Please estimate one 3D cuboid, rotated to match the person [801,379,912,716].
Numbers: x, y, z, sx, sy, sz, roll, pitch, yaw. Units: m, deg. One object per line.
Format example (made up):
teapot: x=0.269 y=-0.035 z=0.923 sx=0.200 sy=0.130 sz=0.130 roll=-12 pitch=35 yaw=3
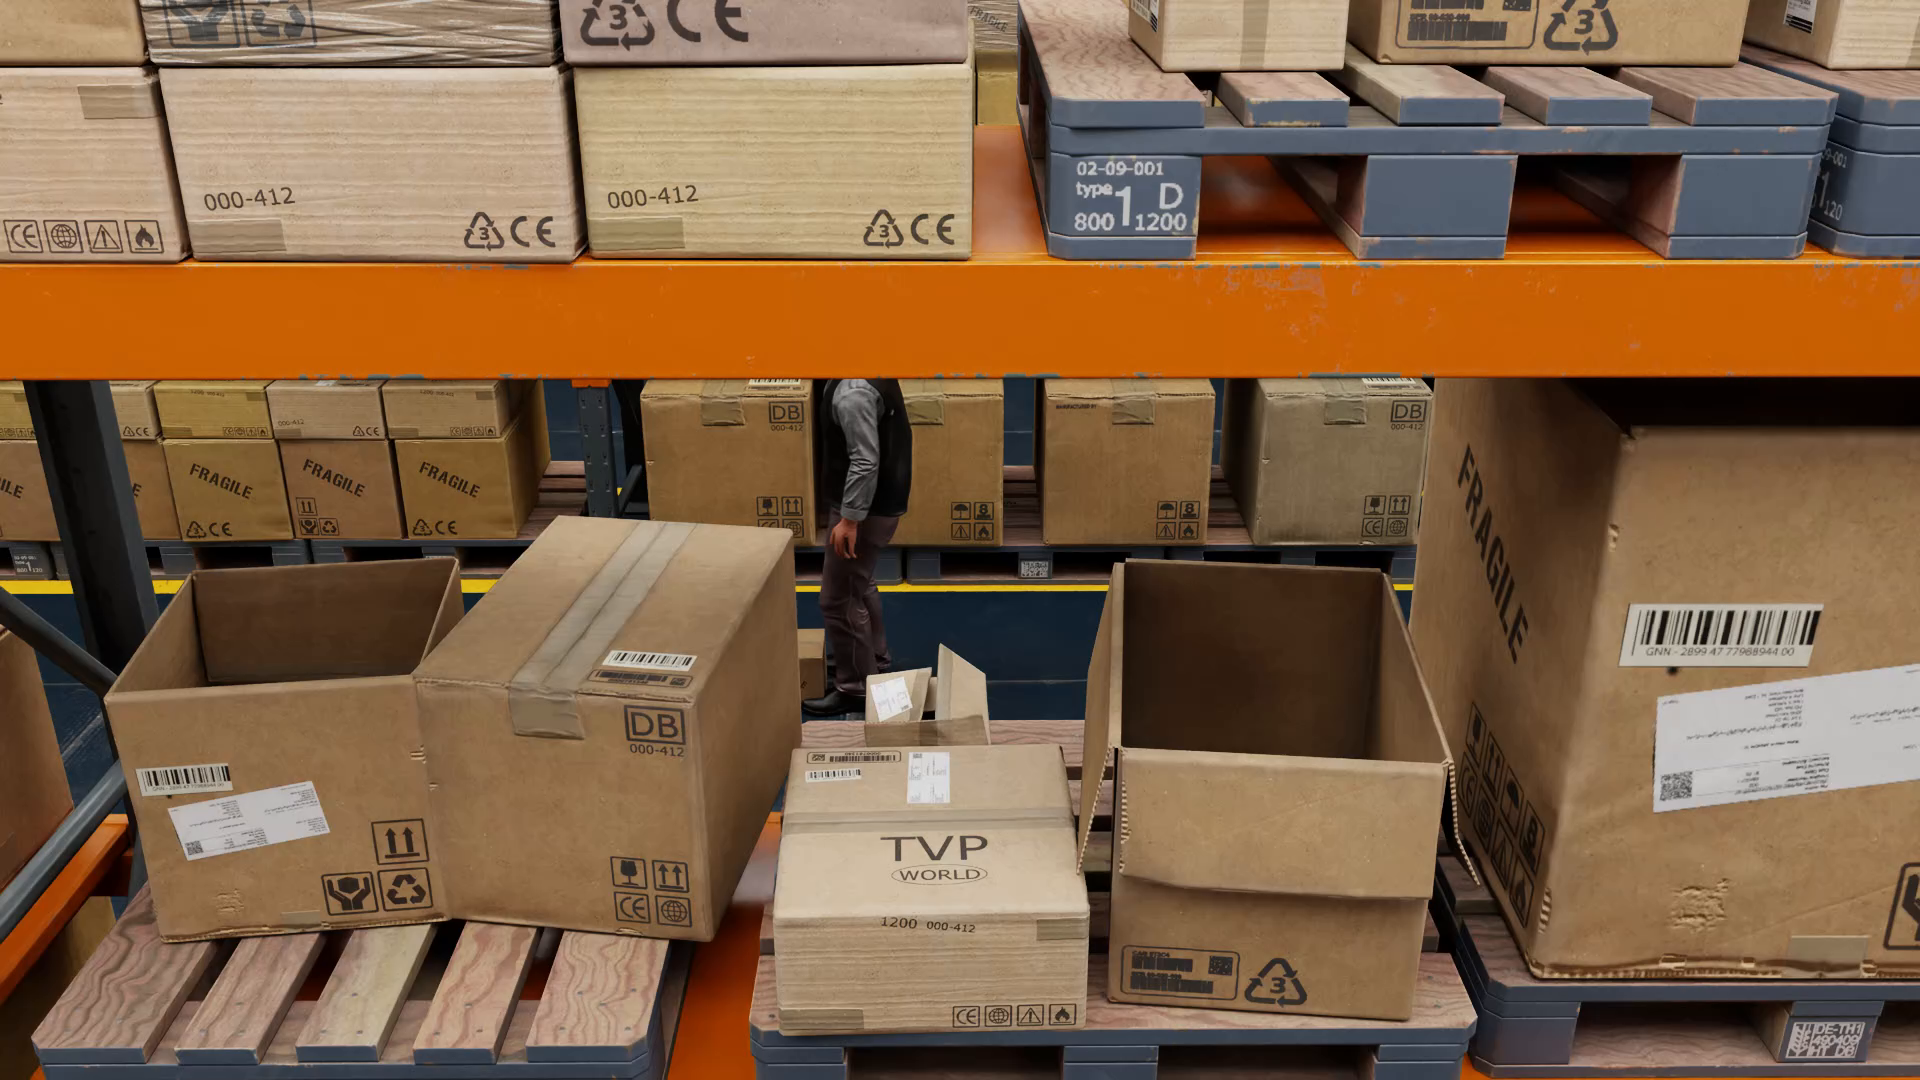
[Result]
person: x=-0.418 y=-0.144 z=6.453 sx=0.468 sy=1.722 sz=0.594 roll=-1 pitch=24 yaw=-3
